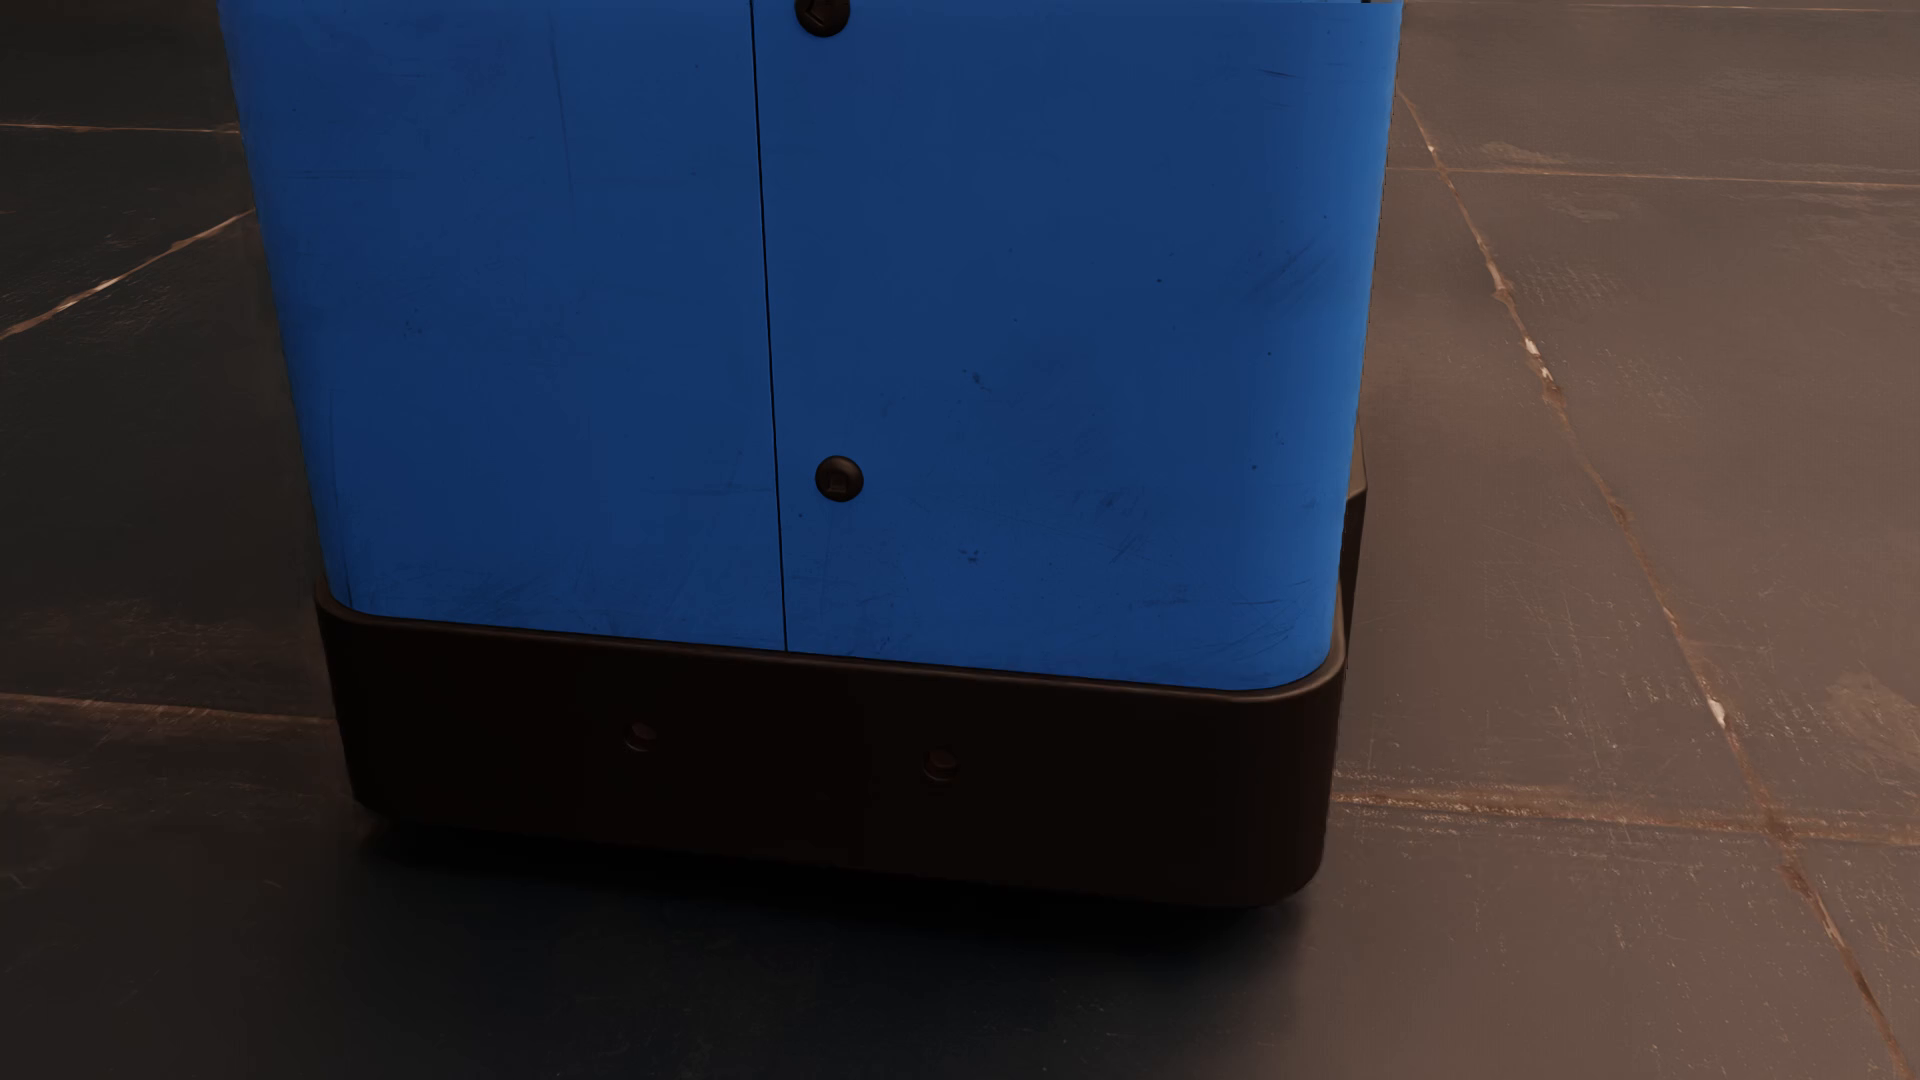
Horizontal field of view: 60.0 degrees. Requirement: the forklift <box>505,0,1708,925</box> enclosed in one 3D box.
[{"bbox_3d":[-0.185,-1.580,2.384,1.130,2.935,3.031,-7,27,-14],"label":"forklift"}]
